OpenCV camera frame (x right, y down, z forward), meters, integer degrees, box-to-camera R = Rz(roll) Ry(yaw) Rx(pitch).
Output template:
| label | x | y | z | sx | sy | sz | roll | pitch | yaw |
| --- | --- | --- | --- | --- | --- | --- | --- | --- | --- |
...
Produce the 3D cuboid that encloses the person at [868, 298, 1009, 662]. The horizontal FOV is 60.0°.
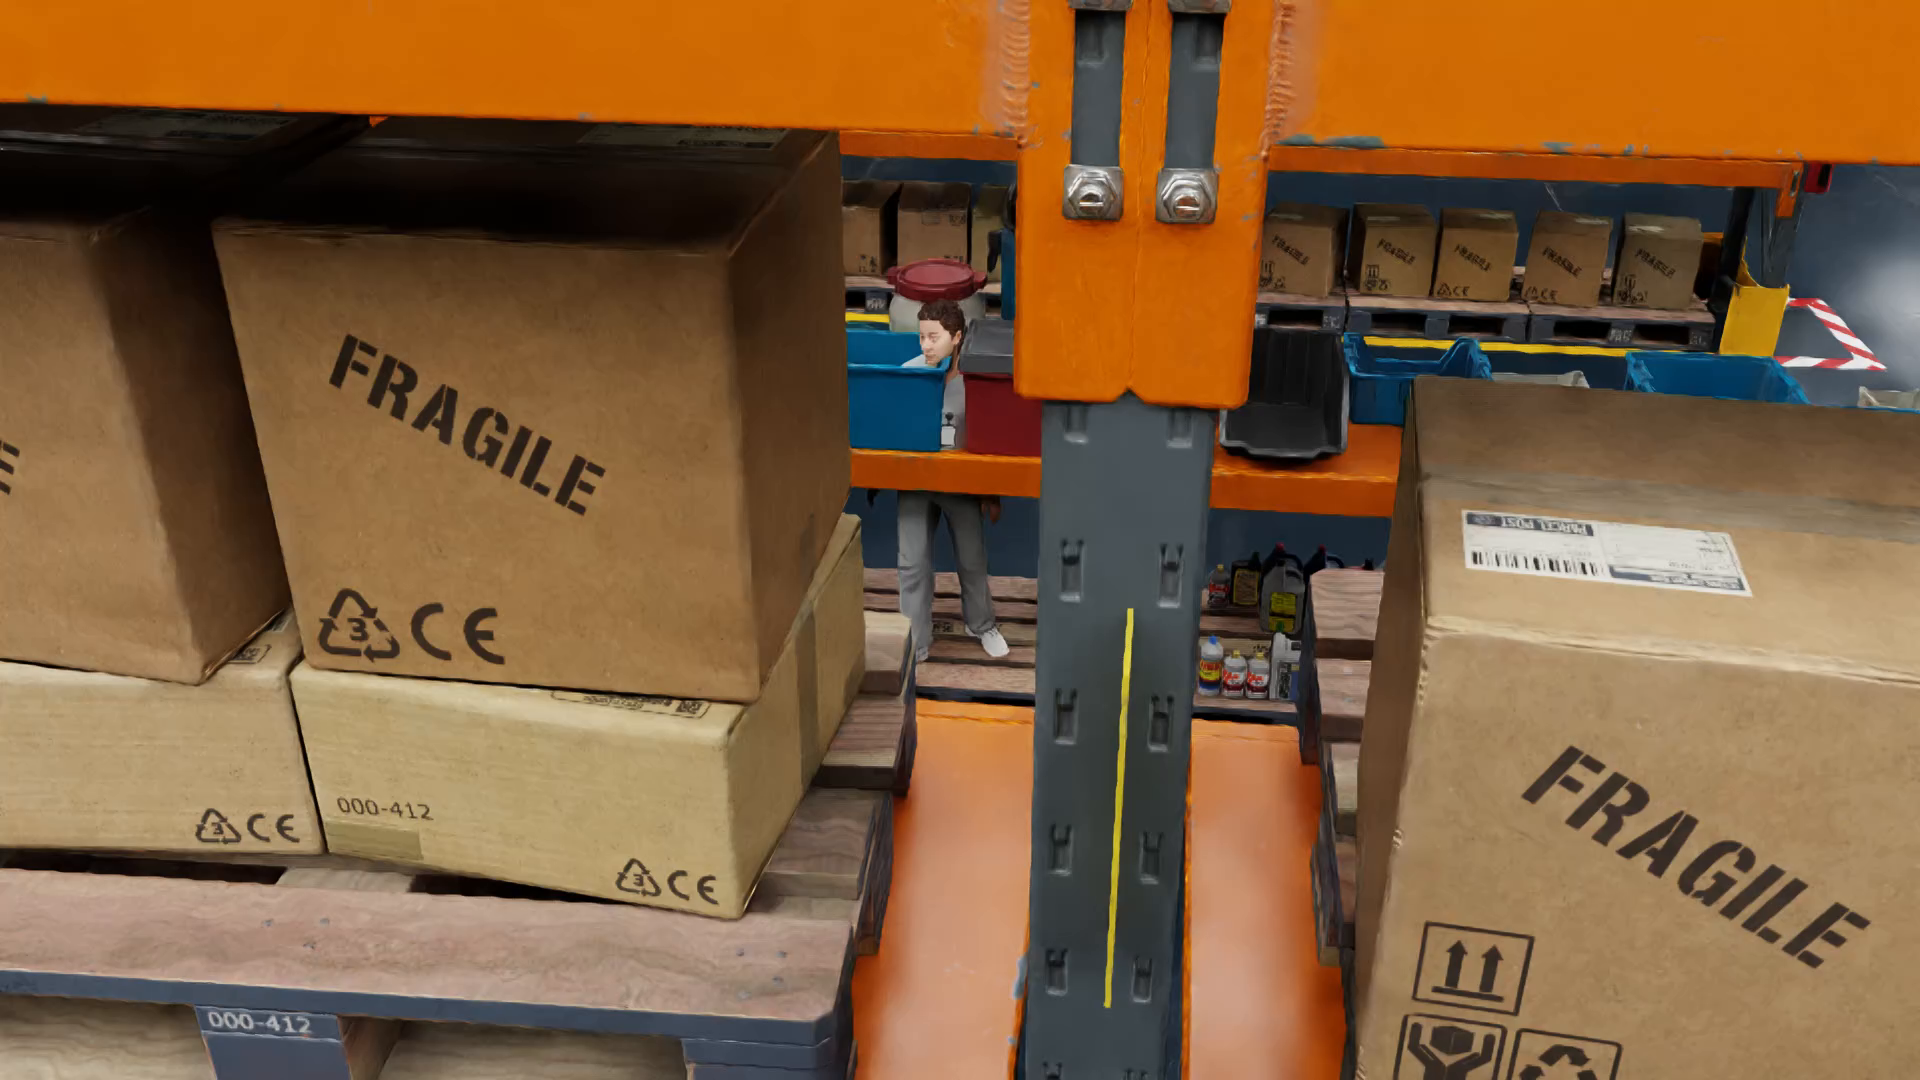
| label | x | y | z | sx | sy | sz | roll | pitch | yaw |
| --- | --- | --- | --- | --- | --- | --- | --- | --- | --- |
| person | -0.096 | -0.169 | 7.075 | 0.612 | 1.561 | 0.568 | 7 | 29 | 13 |
